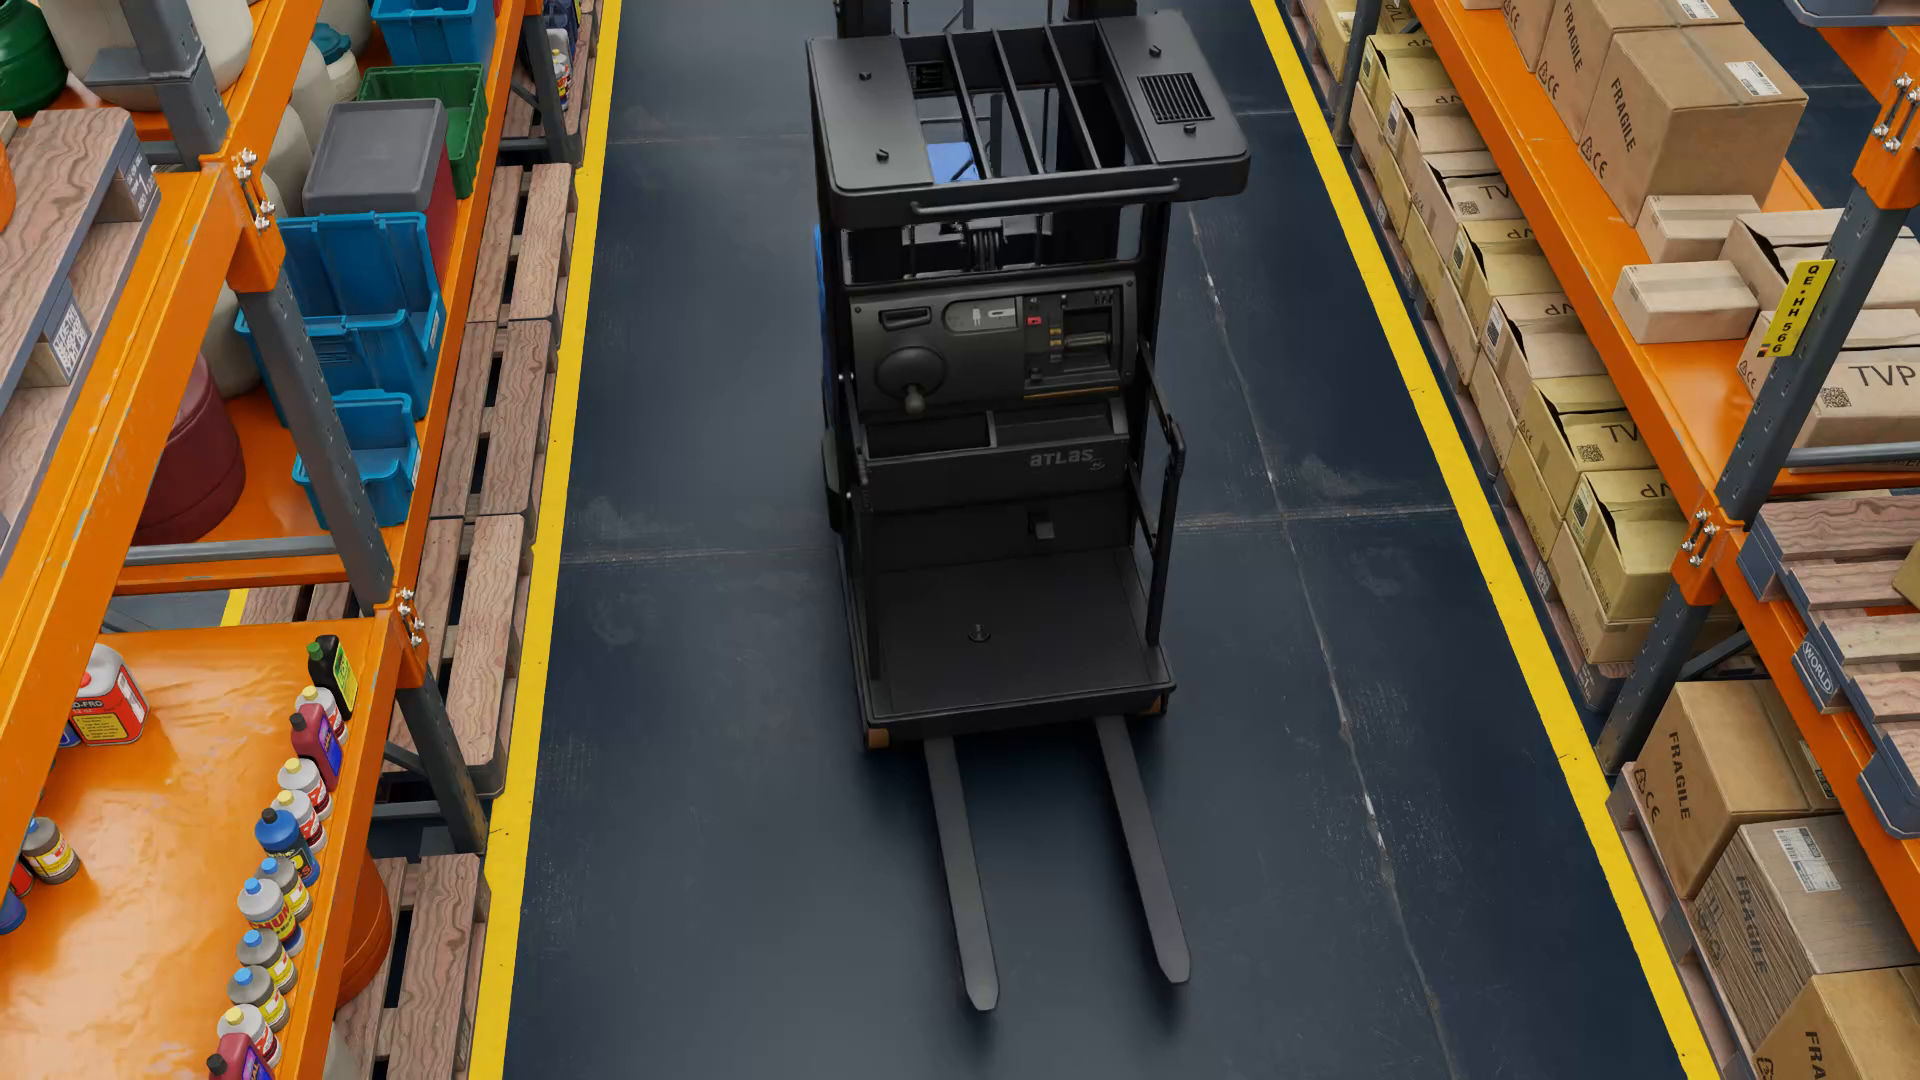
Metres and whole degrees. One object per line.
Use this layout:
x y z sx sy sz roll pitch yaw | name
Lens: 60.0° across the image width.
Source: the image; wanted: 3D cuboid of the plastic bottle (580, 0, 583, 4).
-2.178 -3.147 9.186 0.144 0.351 0.185 -4 47 -4 | plastic bottle

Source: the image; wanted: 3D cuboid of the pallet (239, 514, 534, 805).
-2.164 0.437 6.191 1.003 0.211 1.213 -3 47 -3 | pallet

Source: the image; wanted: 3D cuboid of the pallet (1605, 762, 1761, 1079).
2.823 1.244 5.427 1.003 0.211 1.213 -3 47 -3 | pallet

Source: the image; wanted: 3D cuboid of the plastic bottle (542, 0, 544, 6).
-2.324 -3.094 9.187 0.152 0.276 0.135 -3 47 -3 | plastic bottle

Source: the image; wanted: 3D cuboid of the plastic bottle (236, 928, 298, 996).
-1.628 0.980 3.893 0.097 0.201 0.097 0 47 0 | plastic bottle

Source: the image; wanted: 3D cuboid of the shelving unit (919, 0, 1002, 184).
-0.141 -1.525 7.162 0.538 1.500 1.048 -4 47 -4 | shelving unit

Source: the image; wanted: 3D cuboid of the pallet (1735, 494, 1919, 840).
2.925 0.295 4.537 1.213 0.211 1.003 -3 47 -3 | pallet

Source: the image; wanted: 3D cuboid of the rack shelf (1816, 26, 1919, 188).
2.631 -2.488 5.470 1.077 0.370 4.000 -3 47 -3 | rack shelf

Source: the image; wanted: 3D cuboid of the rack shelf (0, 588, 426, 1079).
-1.971 1.735 3.536 1.077 0.370 4.000 -3 47 -3 | rack shelf

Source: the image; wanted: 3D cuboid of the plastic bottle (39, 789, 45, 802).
-2.433 0.598 4.255 0.097 0.201 0.097 0 47 0 | plastic bottle

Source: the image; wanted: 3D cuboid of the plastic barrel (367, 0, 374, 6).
-2.743 -2.728 6.922 0.600 0.901 0.708 -3 47 -3 | plastic barrel

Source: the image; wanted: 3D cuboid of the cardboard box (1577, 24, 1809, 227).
2.641 -1.505 6.040 0.500 0.500 0.500 -6 47 -5 | cardboard box

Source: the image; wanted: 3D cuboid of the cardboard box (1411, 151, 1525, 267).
2.331 -1.492 7.316 0.500 0.311 0.500 -5 47 -5 | cardboard box

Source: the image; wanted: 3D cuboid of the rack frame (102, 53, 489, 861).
-2.138 0.041 4.645 1.000 3.000 0.127 -3 47 -3 | rack frame

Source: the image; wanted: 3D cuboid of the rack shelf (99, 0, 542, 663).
-2.306 -1.159 6.277 1.077 0.370 4.000 -3 47 -3 | rack shelf

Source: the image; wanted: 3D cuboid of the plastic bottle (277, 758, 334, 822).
-1.668 0.628 4.227 0.097 0.201 0.097 0 47 0 | plastic bottle

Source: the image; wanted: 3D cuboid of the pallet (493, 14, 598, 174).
-2.488 -2.383 8.861 1.003 0.211 1.213 -3 47 -3 | pallet

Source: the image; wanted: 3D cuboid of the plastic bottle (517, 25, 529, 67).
-2.271 -2.694 8.757 0.144 0.351 0.185 -3 47 -3 | plastic bottle

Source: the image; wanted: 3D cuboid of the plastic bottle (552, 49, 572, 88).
-2.080 -2.446 8.625 0.097 0.201 0.097 0 47 0 | plastic bottle

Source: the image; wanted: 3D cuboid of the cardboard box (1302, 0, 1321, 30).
2.175 -3.035 9.163 0.500 0.250 0.500 -3 47 -3 | cardboard box

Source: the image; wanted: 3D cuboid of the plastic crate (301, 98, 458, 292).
-1.969 -1.169 5.747 0.402 0.464 0.583 -3 47 -3 | plastic crate

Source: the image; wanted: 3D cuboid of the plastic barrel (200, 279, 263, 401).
-2.437 -0.729 5.297 0.421 0.512 0.421 0 47 0 | plastic barrel

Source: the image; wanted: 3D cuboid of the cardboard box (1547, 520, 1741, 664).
2.511 0.178 6.120 0.500 0.250 0.500 -2 47 -2 | cardboard box

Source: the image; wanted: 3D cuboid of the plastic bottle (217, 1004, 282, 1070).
-1.611 1.121 3.760 0.097 0.201 0.097 0 47 0 | plastic bottle

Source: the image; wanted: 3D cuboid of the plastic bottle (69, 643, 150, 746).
-2.272 0.407 4.384 0.152 0.276 0.135 -3 47 -3 | plastic bottle

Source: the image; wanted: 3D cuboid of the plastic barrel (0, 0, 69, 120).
-2.210 -1.113 3.779 0.294 0.245 0.294 0 47 0 | plastic barrel

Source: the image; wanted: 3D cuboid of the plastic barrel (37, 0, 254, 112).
-1.859 -1.272 3.746 0.421 0.512 0.421 0 47 0 | plastic barrel

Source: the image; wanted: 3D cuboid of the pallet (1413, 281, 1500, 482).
2.669 -0.777 7.341 1.003 0.211 1.213 -3 47 -3 | pallet

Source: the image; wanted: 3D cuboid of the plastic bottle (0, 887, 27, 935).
-2.342 0.835 3.982 0.097 0.271 0.097 0 47 0 | plastic bottle

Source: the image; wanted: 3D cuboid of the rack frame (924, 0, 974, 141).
-0.192 -1.893 7.510 0.500 1.500 0.032 -4 47 -4 | rack frame

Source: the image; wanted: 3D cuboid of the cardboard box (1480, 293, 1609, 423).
2.419 -0.754 6.617 0.500 0.311 0.500 -4 47 -4 | cardboard box

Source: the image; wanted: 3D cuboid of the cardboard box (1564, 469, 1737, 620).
2.509 -0.013 5.915 0.500 0.311 0.500 -2 47 -2 | cardboard box

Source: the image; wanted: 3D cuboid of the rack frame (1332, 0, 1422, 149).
2.463 -3.151 7.669 1.000 3.000 0.127 -3 47 -3 | rack frame

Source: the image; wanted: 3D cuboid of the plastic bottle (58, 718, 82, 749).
-2.424 0.416 4.375 0.152 0.276 0.135 -3 47 -3 | plastic bottle

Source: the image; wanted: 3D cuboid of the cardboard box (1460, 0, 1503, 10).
2.334 -2.412 7.141 0.380 0.149 0.250 -3 47 -3 | cardboard box

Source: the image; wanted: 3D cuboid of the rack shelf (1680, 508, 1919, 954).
2.966 1.437 3.819 1.077 0.370 4.000 -3 47 -3 | rack shelf

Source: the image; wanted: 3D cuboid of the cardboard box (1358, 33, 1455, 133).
2.250 -2.229 8.013 0.500 0.311 0.500 -3 47 -3 | cardboard box

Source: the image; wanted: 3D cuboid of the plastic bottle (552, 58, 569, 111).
-2.063 -2.323 8.461 0.097 0.271 0.097 0 47 0 | plastic bottle

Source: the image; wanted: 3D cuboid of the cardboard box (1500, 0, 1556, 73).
2.555 -2.248 6.744 0.500 0.500 0.500 0 47 0 | cardboard box

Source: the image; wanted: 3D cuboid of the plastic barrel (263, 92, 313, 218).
-2.514 -1.350 5.869 0.433 0.535 0.433 0 47 0 | plastic barrel

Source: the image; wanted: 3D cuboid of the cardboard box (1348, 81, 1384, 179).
2.250 -2.043 8.224 0.500 0.250 0.500 -5 47 -4 | cardboard box

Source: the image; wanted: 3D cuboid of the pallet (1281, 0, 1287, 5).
2.333 -3.655 10.066 1.003 0.211 1.213 -3 47 -3 | pallet

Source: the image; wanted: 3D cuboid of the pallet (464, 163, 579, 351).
-2.369 -1.328 7.863 1.003 0.211 1.213 -3 47 -3 | pallet

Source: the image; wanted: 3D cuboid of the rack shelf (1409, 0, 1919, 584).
2.631 -1.457 6.559 1.077 0.370 4.000 -3 47 -3 | rack shelf

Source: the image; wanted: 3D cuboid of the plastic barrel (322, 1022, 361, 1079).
-1.944 1.508 4.680 0.421 0.512 0.421 0 47 0 | plastic barrel

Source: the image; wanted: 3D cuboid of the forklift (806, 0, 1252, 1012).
0.150 -0.538 5.241 1.130 2.935 3.031 -6 47 -6 | forklift

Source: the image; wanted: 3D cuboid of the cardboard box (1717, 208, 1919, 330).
2.916 -0.886 5.584 0.500 0.311 0.500 -4 47 -4 | cardboard box

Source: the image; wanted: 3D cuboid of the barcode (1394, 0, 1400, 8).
2.070 -2.563 7.869 0.001 0.075 0.075 -3 47 -3 | barcode

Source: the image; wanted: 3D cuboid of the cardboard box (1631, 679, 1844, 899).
2.551 0.798 5.347 0.500 0.500 0.500 -2 47 -2 | cardboard box

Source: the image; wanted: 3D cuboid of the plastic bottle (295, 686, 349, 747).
-1.688 0.461 4.385 0.097 0.201 0.097 0 47 0 | plastic bottle

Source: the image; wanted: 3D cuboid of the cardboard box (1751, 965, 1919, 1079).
2.638 1.539 4.645 0.500 0.500 0.500 -4 47 -4 | cardboard box

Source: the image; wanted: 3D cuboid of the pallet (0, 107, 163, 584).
-2.172 -0.366 3.095 1.003 0.211 1.213 -3 47 -3 | pallet

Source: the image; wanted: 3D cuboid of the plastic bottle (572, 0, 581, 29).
-2.115 -2.938 9.034 0.061 0.283 0.133 -2 47 -2 | plastic bottle

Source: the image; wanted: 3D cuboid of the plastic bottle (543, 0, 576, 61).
-2.127 -2.703 8.765 0.144 0.351 0.185 -2 47 -2 | plastic bottle

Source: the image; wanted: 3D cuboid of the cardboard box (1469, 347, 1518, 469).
2.425 -0.559 6.818 0.500 0.250 0.500 -3 47 -2 | cardboard box

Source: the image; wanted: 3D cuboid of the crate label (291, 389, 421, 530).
-1.800 -0.229 5.016 0.303 0.233 0.416 -3 47 -3 | crate label

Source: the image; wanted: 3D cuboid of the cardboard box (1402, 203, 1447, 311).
2.338 -1.299 7.519 0.500 0.250 0.500 -5 47 -5 | cardboard box

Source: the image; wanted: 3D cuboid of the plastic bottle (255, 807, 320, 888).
-1.652 0.744 4.068 0.097 0.271 0.097 0 47 0 | plastic bottle

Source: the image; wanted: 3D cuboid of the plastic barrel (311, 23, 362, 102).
-2.515 -1.839 6.521 0.301 0.262 0.301 0 47 0 | plastic barrel

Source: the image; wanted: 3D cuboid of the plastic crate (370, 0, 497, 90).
-2.071 -2.068 6.654 0.392 0.384 0.575 -3 47 -3 | plastic crate
